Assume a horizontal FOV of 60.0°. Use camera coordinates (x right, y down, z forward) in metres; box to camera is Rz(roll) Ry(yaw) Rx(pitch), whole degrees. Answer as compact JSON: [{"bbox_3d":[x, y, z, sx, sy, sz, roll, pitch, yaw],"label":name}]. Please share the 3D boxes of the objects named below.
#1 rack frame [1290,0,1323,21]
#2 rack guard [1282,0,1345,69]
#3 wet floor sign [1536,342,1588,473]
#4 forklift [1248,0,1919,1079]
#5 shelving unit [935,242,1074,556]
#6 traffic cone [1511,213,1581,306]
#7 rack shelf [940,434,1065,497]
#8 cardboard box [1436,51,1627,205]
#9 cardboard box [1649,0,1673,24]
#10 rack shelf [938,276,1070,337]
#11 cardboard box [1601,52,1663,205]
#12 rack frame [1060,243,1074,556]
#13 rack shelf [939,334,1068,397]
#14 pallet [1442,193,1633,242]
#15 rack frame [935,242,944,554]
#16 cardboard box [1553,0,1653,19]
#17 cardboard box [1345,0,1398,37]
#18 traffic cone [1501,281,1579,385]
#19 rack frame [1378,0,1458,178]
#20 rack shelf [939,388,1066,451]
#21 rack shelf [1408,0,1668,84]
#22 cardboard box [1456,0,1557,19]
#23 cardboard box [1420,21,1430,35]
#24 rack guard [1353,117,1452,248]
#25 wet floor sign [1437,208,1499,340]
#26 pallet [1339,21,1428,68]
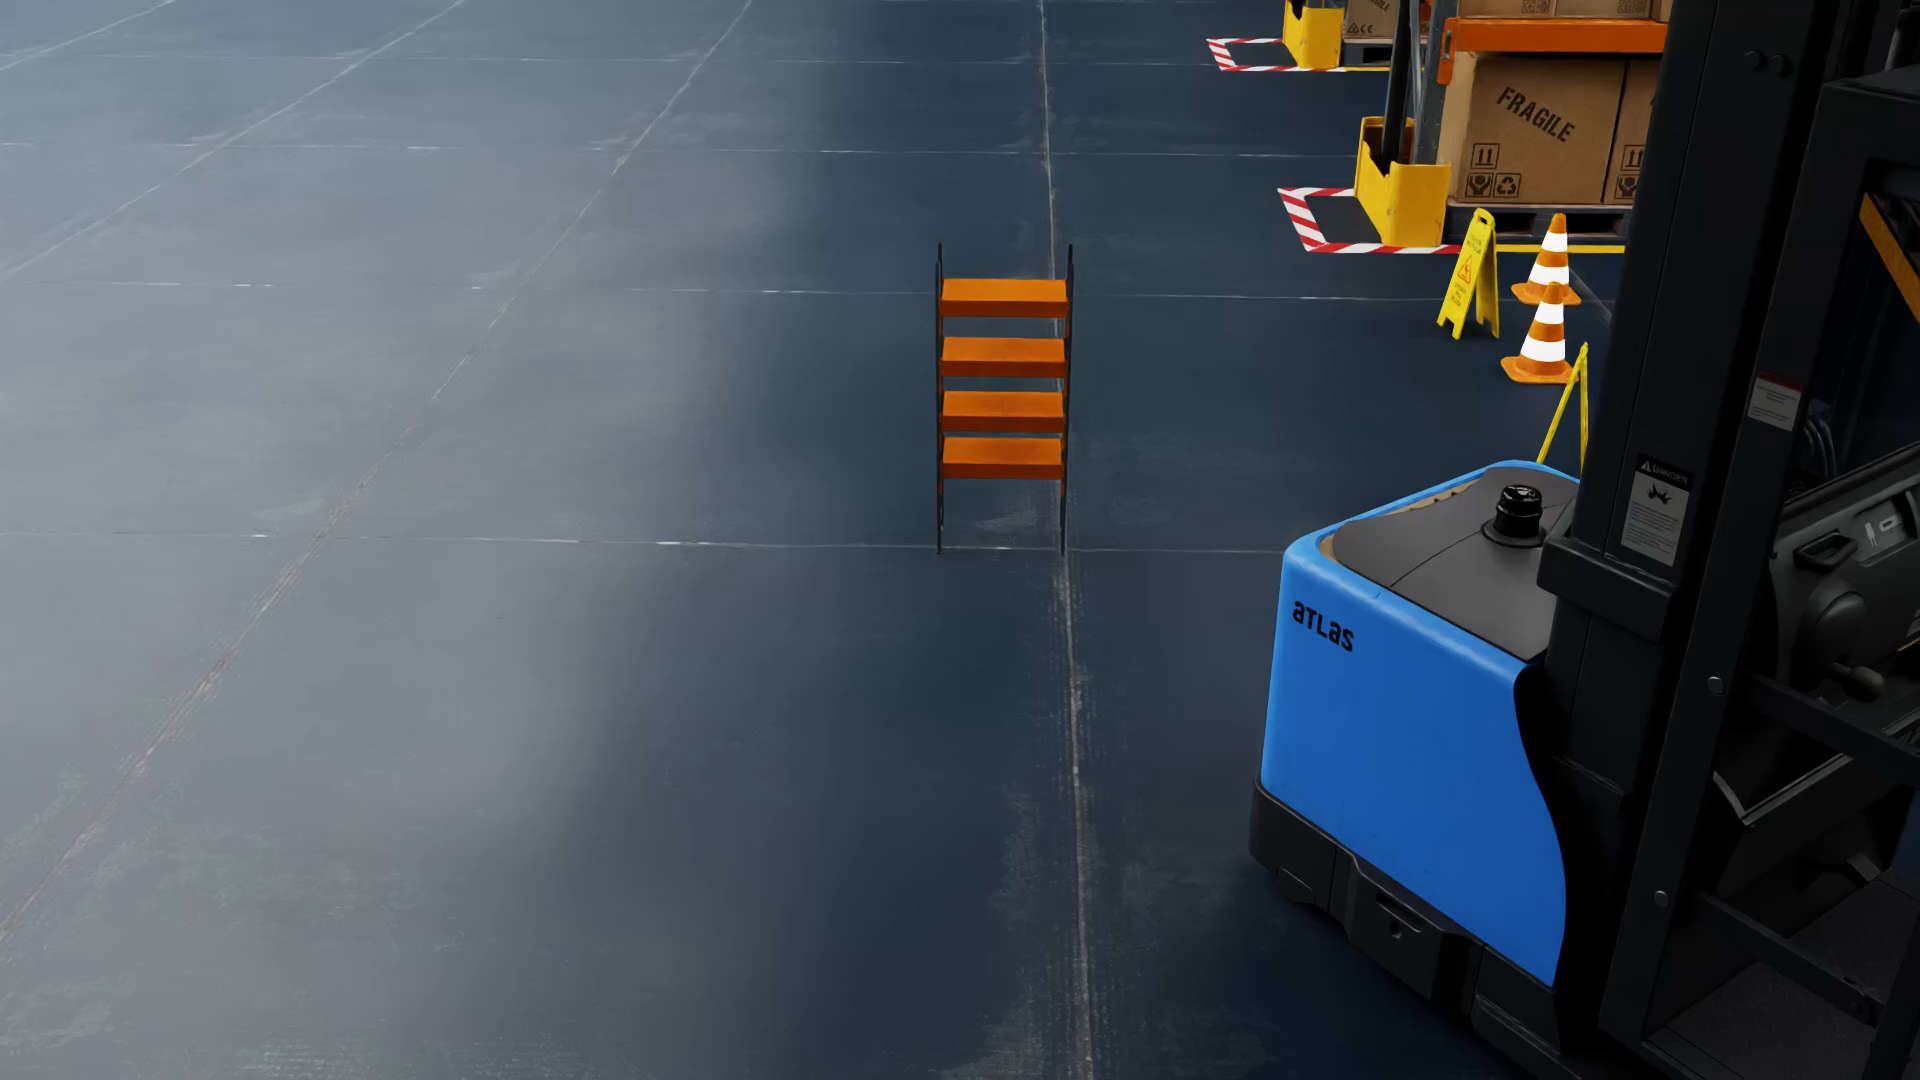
[{"bbox_3d":[3.054,-5.678,14.197,0.127,3.000,1.000,1,28,2],"label":"rack frame"},{"bbox_3d":[3.130,-4.573,14.781,0.348,0.500,1.175,1,28,2],"label":"rack guard"},{"bbox_3d":[2.553,-0.504,6.949,0.232,0.644,0.267,11,30,19],"label":"wet floor sign"},{"bbox_3d":[2.100,0.092,3.385,1.130,2.935,3.031,-18,33,-31],"label":"forklift"},{"bbox_3d":[0.165,-0.527,6.402,0.503,1.200,0.258,1,28,2],"label":"shelving unit"},{"bbox_3d":[3.259,-1.564,9.145,0.334,0.463,0.336,1,28,2],"label":"traffic cone"},{"bbox_3d":[0.165,-0.293,6.526,0.480,0.148,0.258,1,28,2],"label":"rack shelf"},{"bbox_3d":[3.458,-2.625,10.258,0.875,0.875,0.875,1,28,2],"label":"cardboard box"},{"bbox_3d":[4.256,-3.373,9.688,0.550,0.550,0.875,1,28,2],"label":"cardboard box"},{"bbox_3d":[0.165,-0.875,6.218,0.480,0.148,0.258,1,28,2],"label":"rack shelf"},{"bbox_3d":[4.338,-2.611,10.232,0.875,0.875,0.875,1,28,1],"label":"cardboard box"},{"bbox_3d":[0.409,-0.523,6.394,0.015,1.200,0.240,1,28,2],"label":"rack frame"},{"bbox_3d":[0.165,-0.666,6.329,0.480,0.148,0.258,1,28,2],"label":"rack shelf"},{"bbox_3d":[3.580,-2.150,10.518,1.213,0.211,1.003,1,28,2],"label":"pallet"},{"bbox_3d":[-0.078,-0.531,6.410,0.015,1.200,0.240,1,28,2],"label":"rack frame"},{"bbox_3d":[3.701,-3.441,9.816,0.550,0.550,0.875,1,28,2],"label":"cardboard box"},{"bbox_3d":[3.678,-4.741,14.650,0.500,0.500,0.500,6,29,11],"label":"cardboard box"},{"bbox_3d":[2.879,-1.041,8.158,0.334,0.463,0.336,1,28,2],"label":"traffic cone"},{"bbox_3d":[2.778,-3.359,9.821,0.127,3.000,1.000,1,28,2],"label":"rack frame"},{"bbox_3d":[0.165,-0.468,6.433,0.480,0.148,0.258,1,28,2],"label":"rack shelf"},{"bbox_3d":[4.777,-3.008,9.927,4.000,0.370,1.077,1,28,2],"label":"rack shelf"},{"bbox_3d":[3.151,-3.440,9.814,0.550,0.550,0.875,1,28,2],"label":"cardboard box"},{"bbox_3d":[4.276,-4.748,14.662,0.500,0.500,0.500,8,29,15],"label":"cardboard box"},{"bbox_3d":[2.754,-2.254,10.407,0.348,0.500,1.175,1,28,2],"label":"rack guard"},{"bbox_3d":[2.680,-1.392,8.625,0.232,0.644,0.267,-4,28,-7],"label":"wet floor sign"},{"bbox_3d":[3.941,-4.415,14.792,1.213,0.211,1.003,1,28,2],"label":"pallet"}]
